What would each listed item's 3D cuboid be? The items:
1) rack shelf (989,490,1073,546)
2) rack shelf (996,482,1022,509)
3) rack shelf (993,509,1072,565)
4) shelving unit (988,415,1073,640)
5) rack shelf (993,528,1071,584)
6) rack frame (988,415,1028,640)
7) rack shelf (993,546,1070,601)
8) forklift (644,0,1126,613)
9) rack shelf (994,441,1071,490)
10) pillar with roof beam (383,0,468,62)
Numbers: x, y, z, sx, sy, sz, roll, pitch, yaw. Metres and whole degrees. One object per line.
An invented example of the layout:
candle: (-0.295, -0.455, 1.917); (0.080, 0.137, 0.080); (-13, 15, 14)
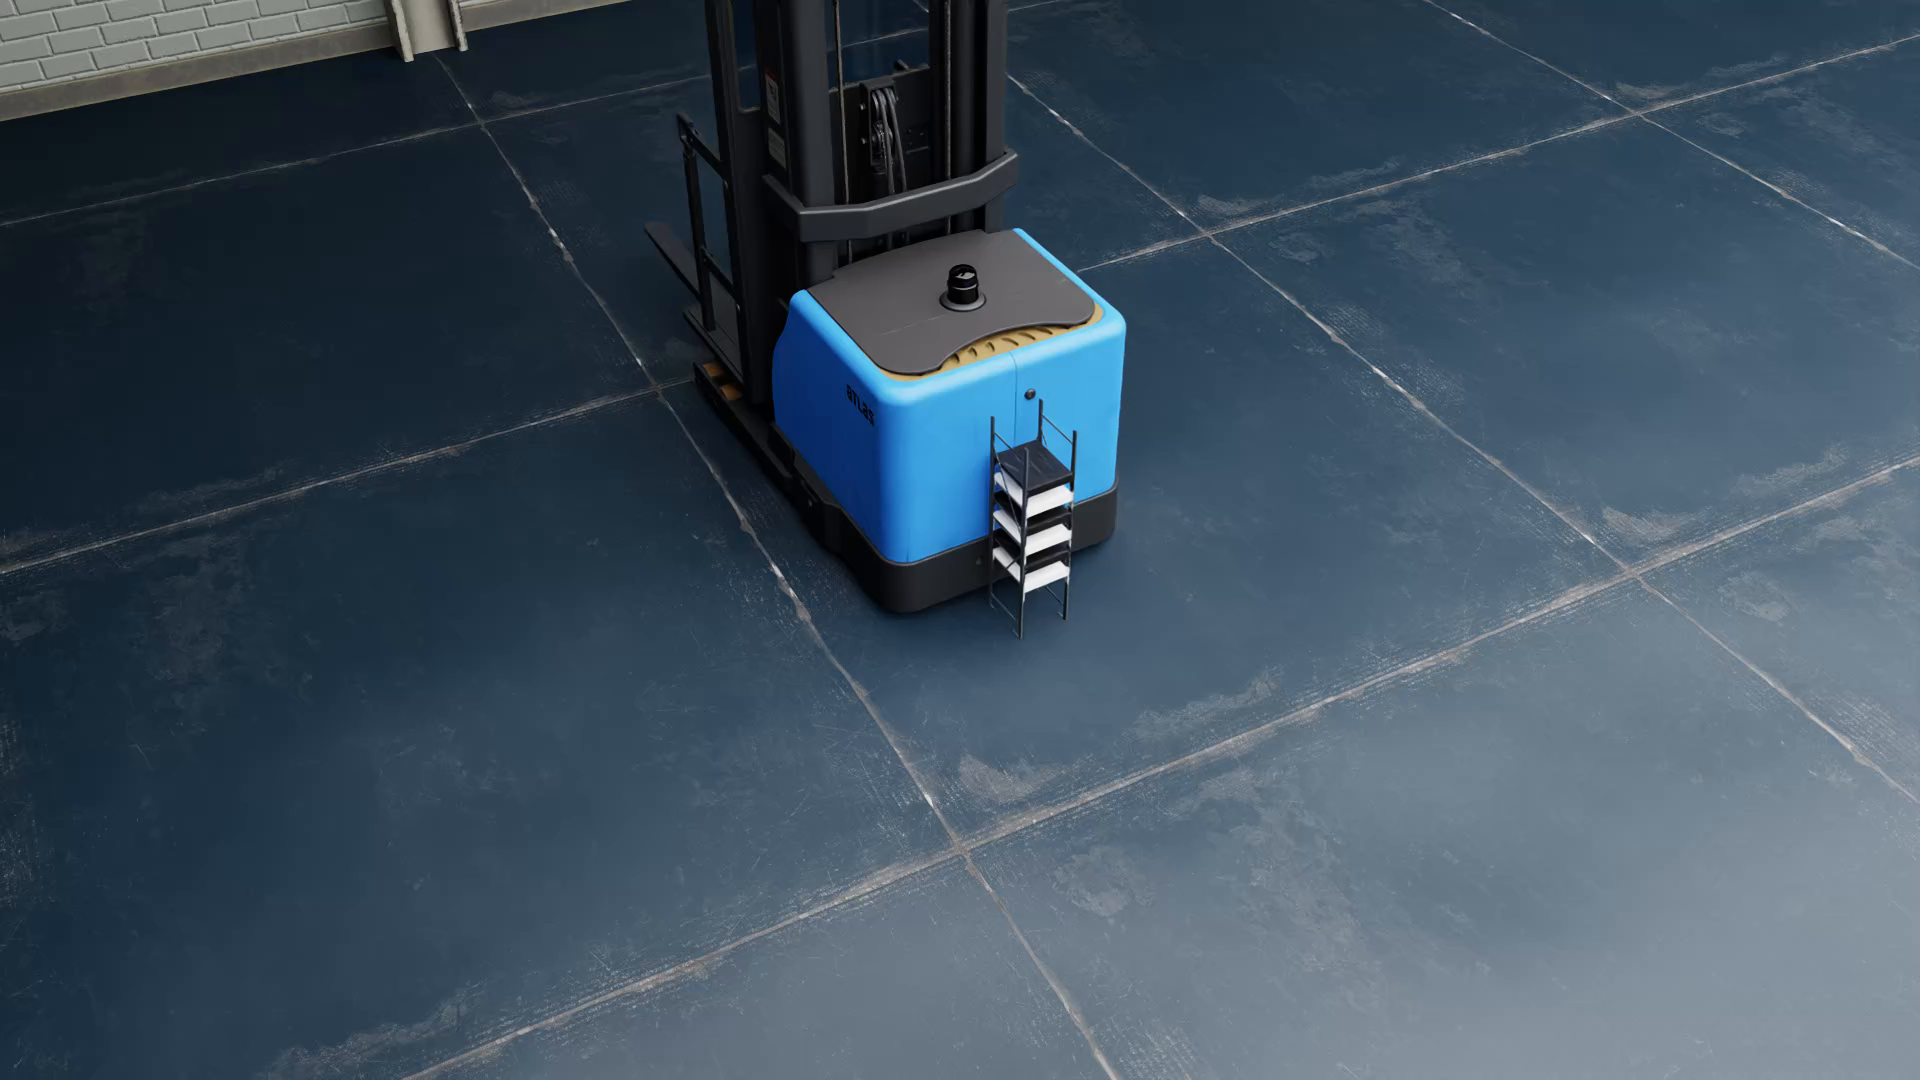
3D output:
rack shelf: (0.260, -0.108, 6.093); (0.200, 0.077, 0.258); (-21, 45, -23)
rack shelf: (0.260, -0.188, 6.025); (0.184, 0.015, 0.199); (-21, 45, -23)
rack shelf: (0.260, -0.039, 6.151); (0.200, 0.077, 0.258); (-21, 45, -23)
shelving unit: (0.257, -0.064, 6.129); (0.205, 0.900, 0.258); (-21, 45, -23)
rack shelf: (0.260, 0.030, 6.209); (0.200, 0.077, 0.258); (-21, 45, -23)
rack frame: (0.172, -0.031, 6.090); (0.006, 0.900, 0.240); (-21, 45, -23)
rack shelf: (0.260, 0.098, 6.268); (0.200, 0.077, 0.258); (-21, 45, -23)
forklift: (-0.537, -1.756, 6.605); (1.129, 2.867, 3.031); (-20, 44, -22)
rack shelf: (0.260, -0.261, 5.964); (0.190, 0.026, 0.221); (-21, 45, -23)
pillar with roof beam: (-1.320, -4.052, 4.571); (0.400, 9.000, 9.100); (-19, 44, -21)
